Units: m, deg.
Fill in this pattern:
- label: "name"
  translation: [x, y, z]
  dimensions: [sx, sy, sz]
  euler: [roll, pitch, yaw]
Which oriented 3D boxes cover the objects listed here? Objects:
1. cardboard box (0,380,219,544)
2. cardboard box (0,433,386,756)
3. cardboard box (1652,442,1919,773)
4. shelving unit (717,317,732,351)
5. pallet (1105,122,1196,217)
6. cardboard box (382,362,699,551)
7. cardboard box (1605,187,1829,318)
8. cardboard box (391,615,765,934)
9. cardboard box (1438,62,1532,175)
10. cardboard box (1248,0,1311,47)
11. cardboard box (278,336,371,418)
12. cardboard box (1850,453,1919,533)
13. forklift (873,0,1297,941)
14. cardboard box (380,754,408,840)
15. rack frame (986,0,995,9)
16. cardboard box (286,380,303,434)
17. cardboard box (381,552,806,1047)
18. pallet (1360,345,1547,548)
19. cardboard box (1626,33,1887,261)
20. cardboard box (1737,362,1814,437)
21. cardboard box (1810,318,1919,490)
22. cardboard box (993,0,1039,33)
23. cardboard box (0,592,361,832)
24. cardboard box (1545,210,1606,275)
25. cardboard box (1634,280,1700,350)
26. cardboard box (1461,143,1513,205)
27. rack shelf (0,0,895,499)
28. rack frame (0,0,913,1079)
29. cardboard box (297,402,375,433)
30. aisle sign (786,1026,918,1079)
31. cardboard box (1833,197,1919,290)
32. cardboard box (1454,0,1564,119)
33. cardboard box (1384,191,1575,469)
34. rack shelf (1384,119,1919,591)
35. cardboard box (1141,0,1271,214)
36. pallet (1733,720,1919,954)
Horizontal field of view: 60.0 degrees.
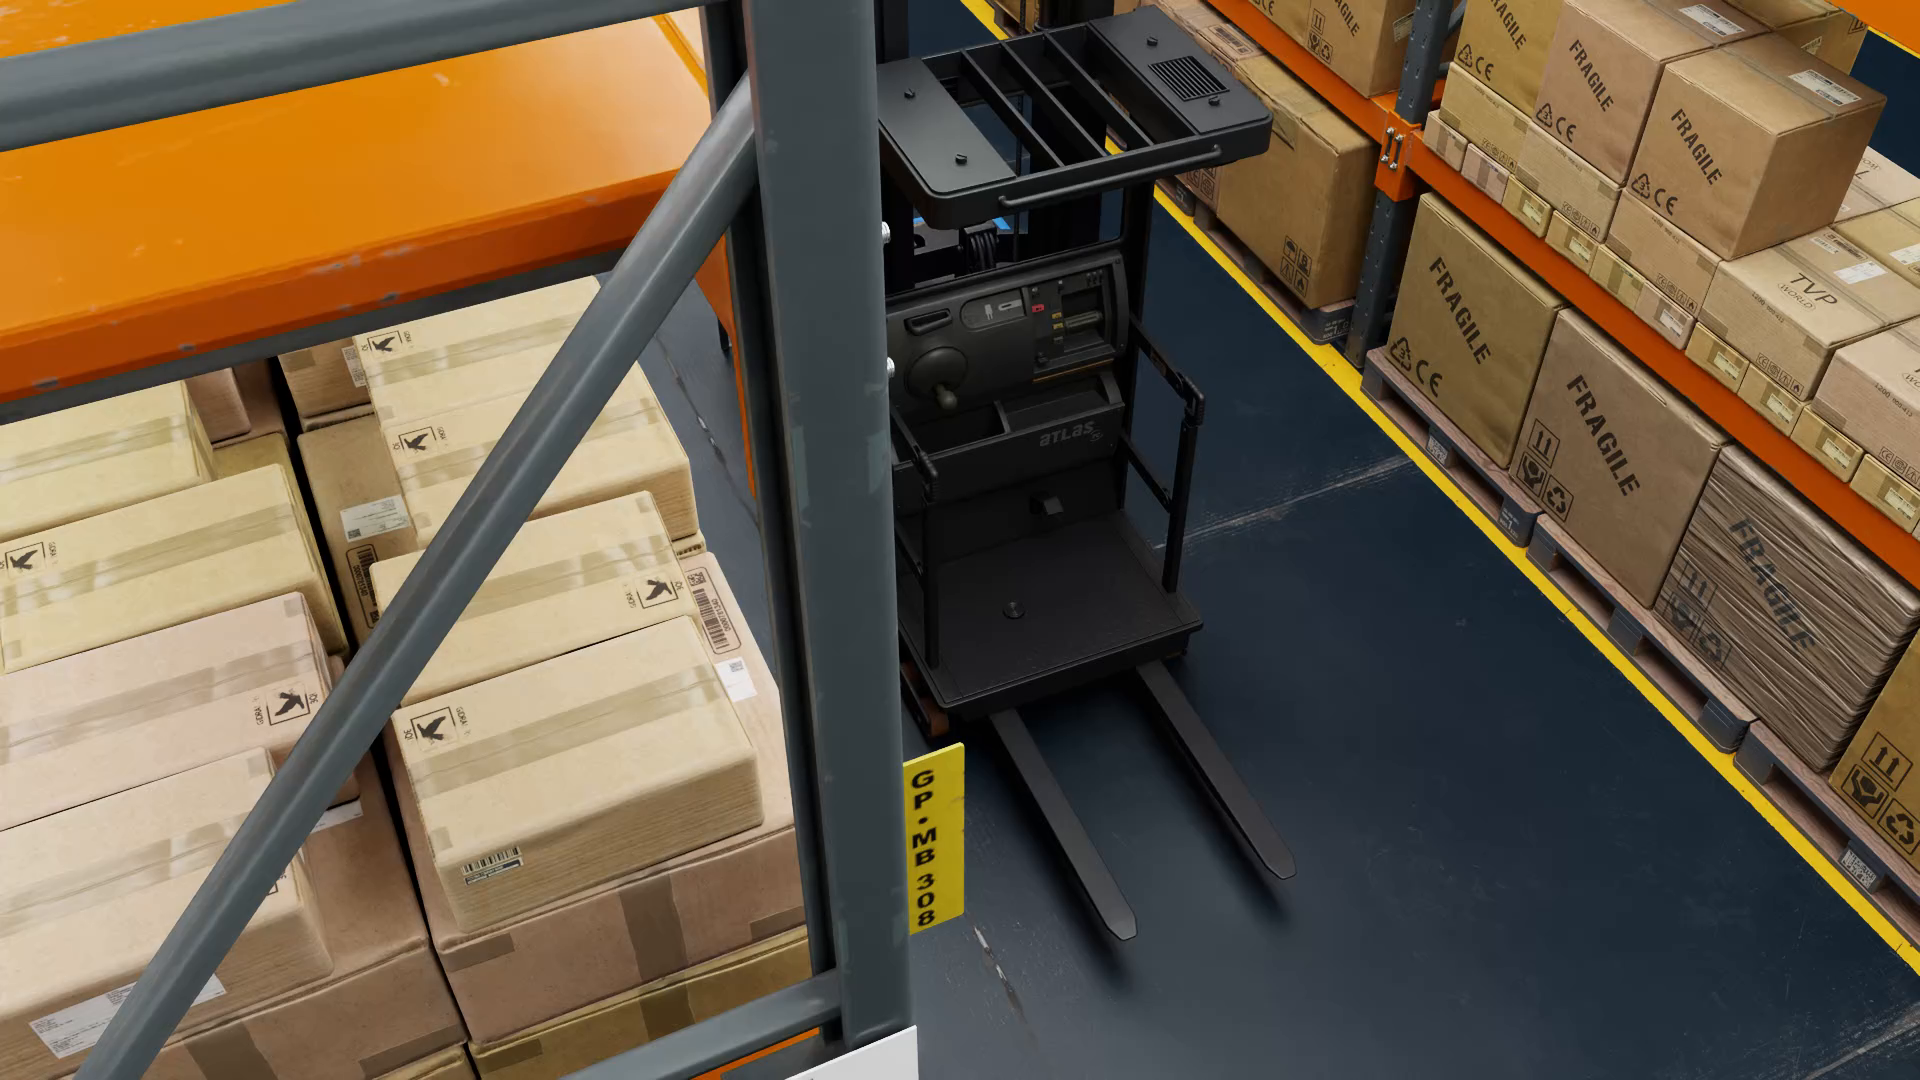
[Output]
- label: "cardboard box"
  translation: [-1.273, -0.059, 2.374]
  dimensions: [0.380, 0.149, 0.250]
  euler: [-17, 47, -17]
- label: "cardboard box"
  translation: [-1.175, 0.150, 2.446]
  dimensions: [0.500, 0.250, 0.500]
  euler: [-19, 48, -18]
- label: "cardboard box"
  translation: [3.284, 0.129, 6.067]
  dimensions: [0.875, 0.875, 0.875]
  euler: [-18, 47, -17]
- label: "shelving unit"
  translation: [-0.780, -1.324, 7.393]
  dimensions: [0.431, 1.500, 0.755]
  euler: [-26, 50, -24]
- label: "pallet"
  translation: [1.417, -2.319, 9.318]
  dimensions: [1.003, 0.211, 1.213]
  euler: [-18, 47, -17]
- label: "cardboard box"
  translation: [-0.602, -0.084, 2.399]
  dimensions: [0.380, 0.149, 0.250]
  euler: [-18, 47, -17]
- label: "cardboard box"
  translation: [2.714, -1.092, 5.985]
  dimensions: [0.500, 0.250, 0.500]
  euler: [-17, 47, -16]
- label: "cardboard box"
  translation: [-0.464, 0.278, 2.032]
  dimensions: [0.380, 0.149, 0.250]
  euler: [-18, 48, -18]
- label: "cardboard box"
  translation: [2.287, -1.739, 6.640]
  dimensions: [0.500, 0.250, 0.500]
  euler: [-19, 48, -18]
- label: "cardboard box"
  translation: [1.681, -2.633, 7.581]
  dimensions: [0.500, 0.500, 0.500]
  euler: [-17, 47, -16]
- label: "cardboard box"
  translation: [-0.908, -0.372, 2.691]
  dimensions: [0.380, 0.149, 0.250]
  euler: [-17, 47, -16]
- label: "cardboard box"
  translation: [3.129, -0.205, 5.370]
  dimensions: [0.380, 0.149, 0.250]
  euler: [-19, 48, -18]
- label: "forklift"
  translation: [0.247, -0.636, 5.677]
  dimensions: [1.130, 2.935, 3.031]
  euler: [-17, 47, -16]
- label: "cardboard box"
  translation: [-1.186, 0.337, 2.613]
  dimensions: [0.500, 0.250, 0.500]
  euler: [-18, 47, -17]
- label: "rack frame"
  translation: [0.645, -4.612, 9.657]
  dimensions: [1.000, 3.000, 0.127]
  euler: [-18, 47, -17]
- label: "cardboard box"
  translation: [-0.937, -0.151, 3.107]
  dimensions: [0.500, 0.250, 0.500]
  euler: [-19, 48, -19]
- label: "cardboard box"
  translation: [-0.487, 0.331, 2.263]
  dimensions: [0.500, 0.250, 0.500]
  euler: [-17, 47, -17]
- label: "pallet"
  translation: [2.576, -0.563, 7.539]
  dimensions: [1.003, 0.211, 1.213]
  euler: [-18, 47, -17]
- label: "cardboard box"
  translation: [2.719, -1.355, 5.718]
  dimensions: [0.500, 0.500, 0.500]
  euler: [-19, 48, -19]
- label: "cardboard box"
  translation: [2.918, -0.529, 5.698]
  dimensions: [0.380, 0.149, 0.250]
  euler: [-17, 47, -17]
- label: "cardboard box"
  translation: [3.137, -0.445, 5.329]
  dimensions: [0.500, 0.250, 0.500]
  euler: [-20, 48, -19]
- label: "cardboard box"
  translation: [0.916, -3.559, 9.804]
  dimensions: [1.225, 0.875, 0.875]
  euler: [-20, 48, -19]
- label: "cardboard box"
  translation: [-0.975, 0.247, 2.064]
  dimensions: [0.380, 0.149, 0.250]
  euler: [-17, 47, -17]
- label: "cardboard box"
  translation: [2.483, -1.185, 6.363]
  dimensions: [0.380, 0.149, 0.250]
  euler: [-19, 48, -18]
- label: "cardboard box"
  translation: [2.695, -0.861, 6.035]
  dimensions: [0.380, 0.149, 0.250]
  euler: [-18, 47, -17]
- label: "cardboard box"
  translation: [2.260, -1.520, 6.702]
  dimensions: [0.380, 0.149, 0.250]
  euler: [-20, 48, -19]
- label: "rack shelf"
  translation: [-1.375, -1.266, 2.510]
  dimensions: [1.077, 0.370, 4.000]
  euler: [-18, 47, -17]
- label: "rack frame"
  translation: [-0.534, -0.249, 0.964]
  dimensions: [1.000, 3.000, 0.127]
  euler: [-18, 47, -17]
- label: "cardboard box"
  translation: [-0.905, -0.320, 2.923]
  dimensions: [0.500, 0.250, 0.500]
  euler: [-17, 47, -17]
- label: "aisle sign"
  translation: [-0.231, 0.919, 2.201]
  dimensions: [0.394, 0.787, 0.004]
  euler: [-18, 47, -17]
- label: "cardboard box"
  translation: [3.395, -0.934, 5.824]
  dimensions: [0.500, 0.250, 0.500]
  euler: [-19, 48, -18]
- label: "cardboard box"
  translation: [2.296, -2.002, 6.373]
  dimensions: [0.500, 0.500, 0.500]
  euler: [-18, 47, -17]
- label: "cardboard box"
  translation: [2.532, -1.012, 7.223]
  dimensions: [0.875, 0.875, 0.875]
  euler: [-18, 47, -17]
- label: "rack shelf"
  translation: [3.168, -0.532, 6.035]
  dimensions: [1.077, 0.370, 4.000]
  euler: [-18, 47, -17]
- label: "cardboard box"
  translation: [1.663, -2.427, 8.657]
  dimensions: [1.225, 0.875, 0.875]
  euler: [-20, 48, -19]
- label: "pallet"
  translation: [3.601, 0.992, 5.963]
  dimensions: [1.003, 0.211, 1.213]
  euler: [-18, 47, -17]
